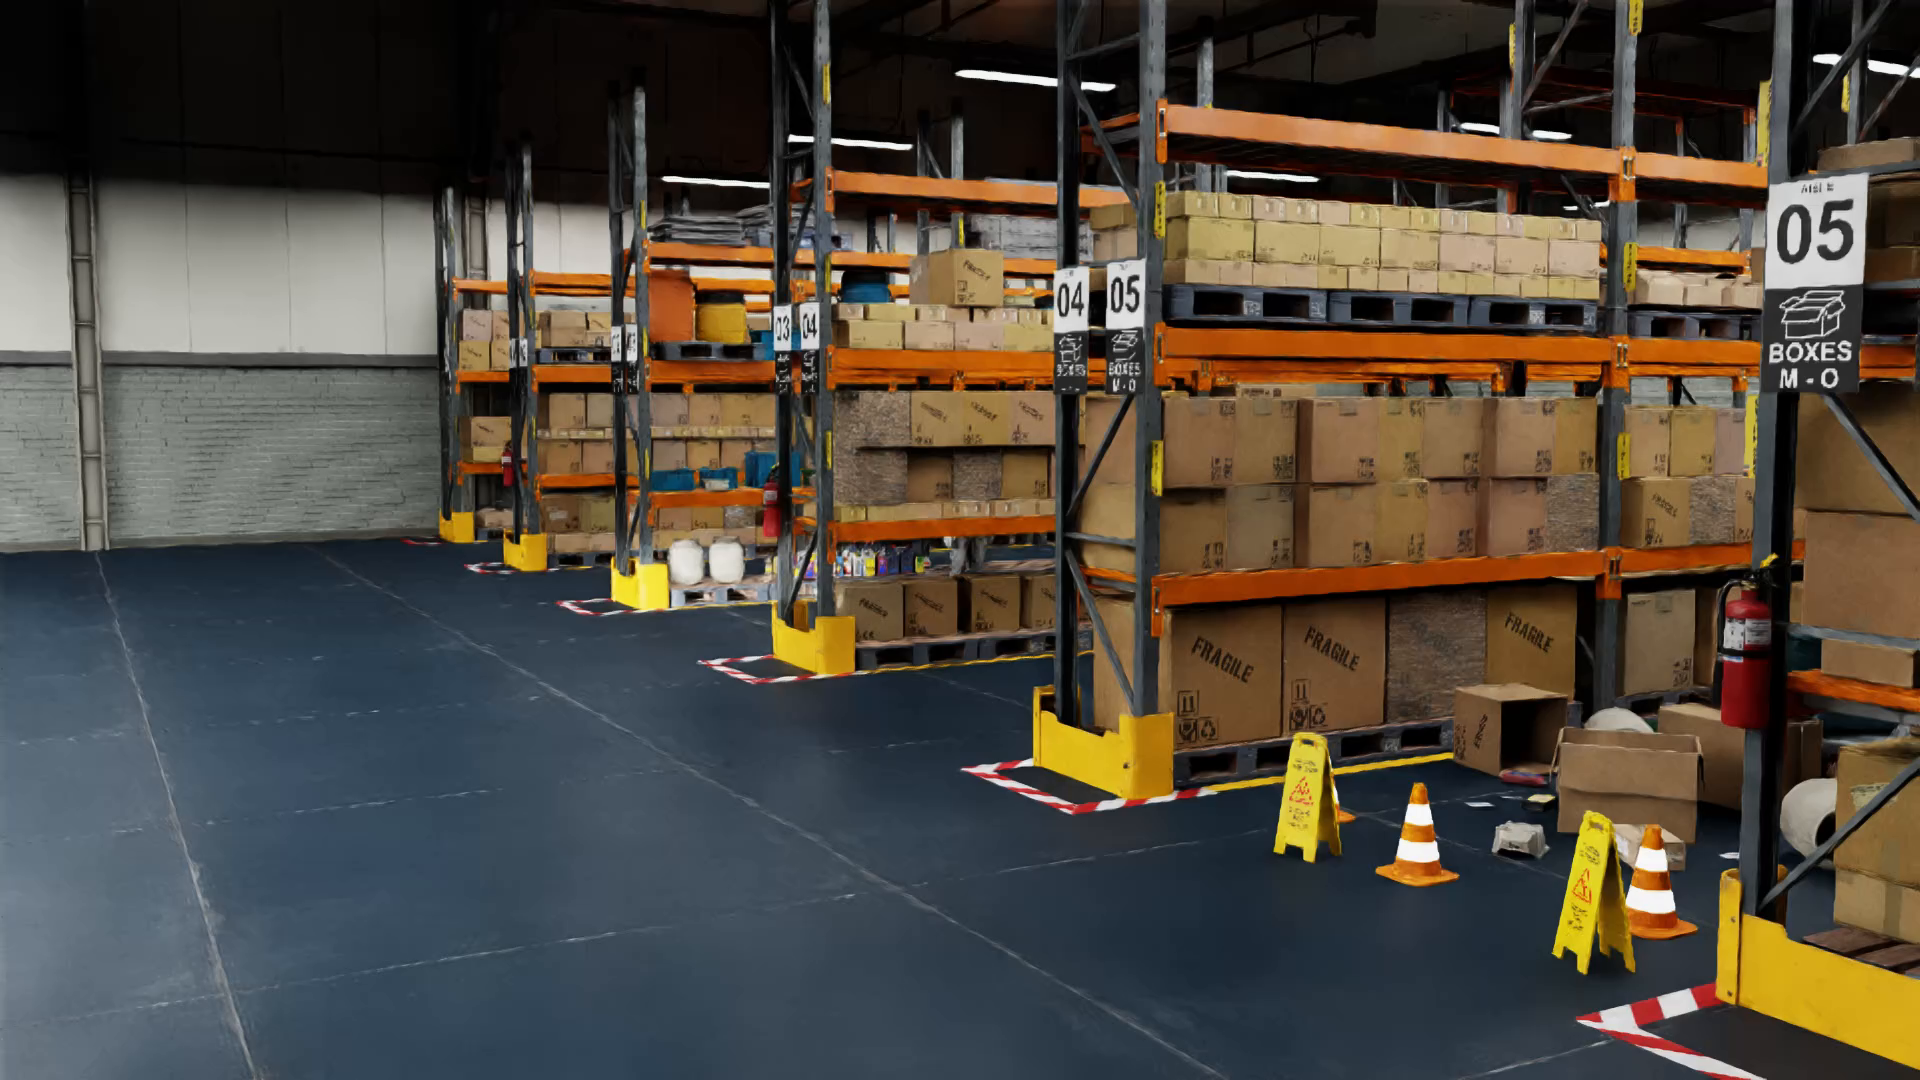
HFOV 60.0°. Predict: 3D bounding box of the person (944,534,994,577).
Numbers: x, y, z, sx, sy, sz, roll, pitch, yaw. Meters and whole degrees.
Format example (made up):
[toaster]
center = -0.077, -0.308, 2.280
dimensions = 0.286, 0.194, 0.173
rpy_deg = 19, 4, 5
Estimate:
[person]
center = 0.092, -0.099, 18.233
dimensions = 0.632, 1.791, 0.391
rpy_deg = -3, 6, -34
